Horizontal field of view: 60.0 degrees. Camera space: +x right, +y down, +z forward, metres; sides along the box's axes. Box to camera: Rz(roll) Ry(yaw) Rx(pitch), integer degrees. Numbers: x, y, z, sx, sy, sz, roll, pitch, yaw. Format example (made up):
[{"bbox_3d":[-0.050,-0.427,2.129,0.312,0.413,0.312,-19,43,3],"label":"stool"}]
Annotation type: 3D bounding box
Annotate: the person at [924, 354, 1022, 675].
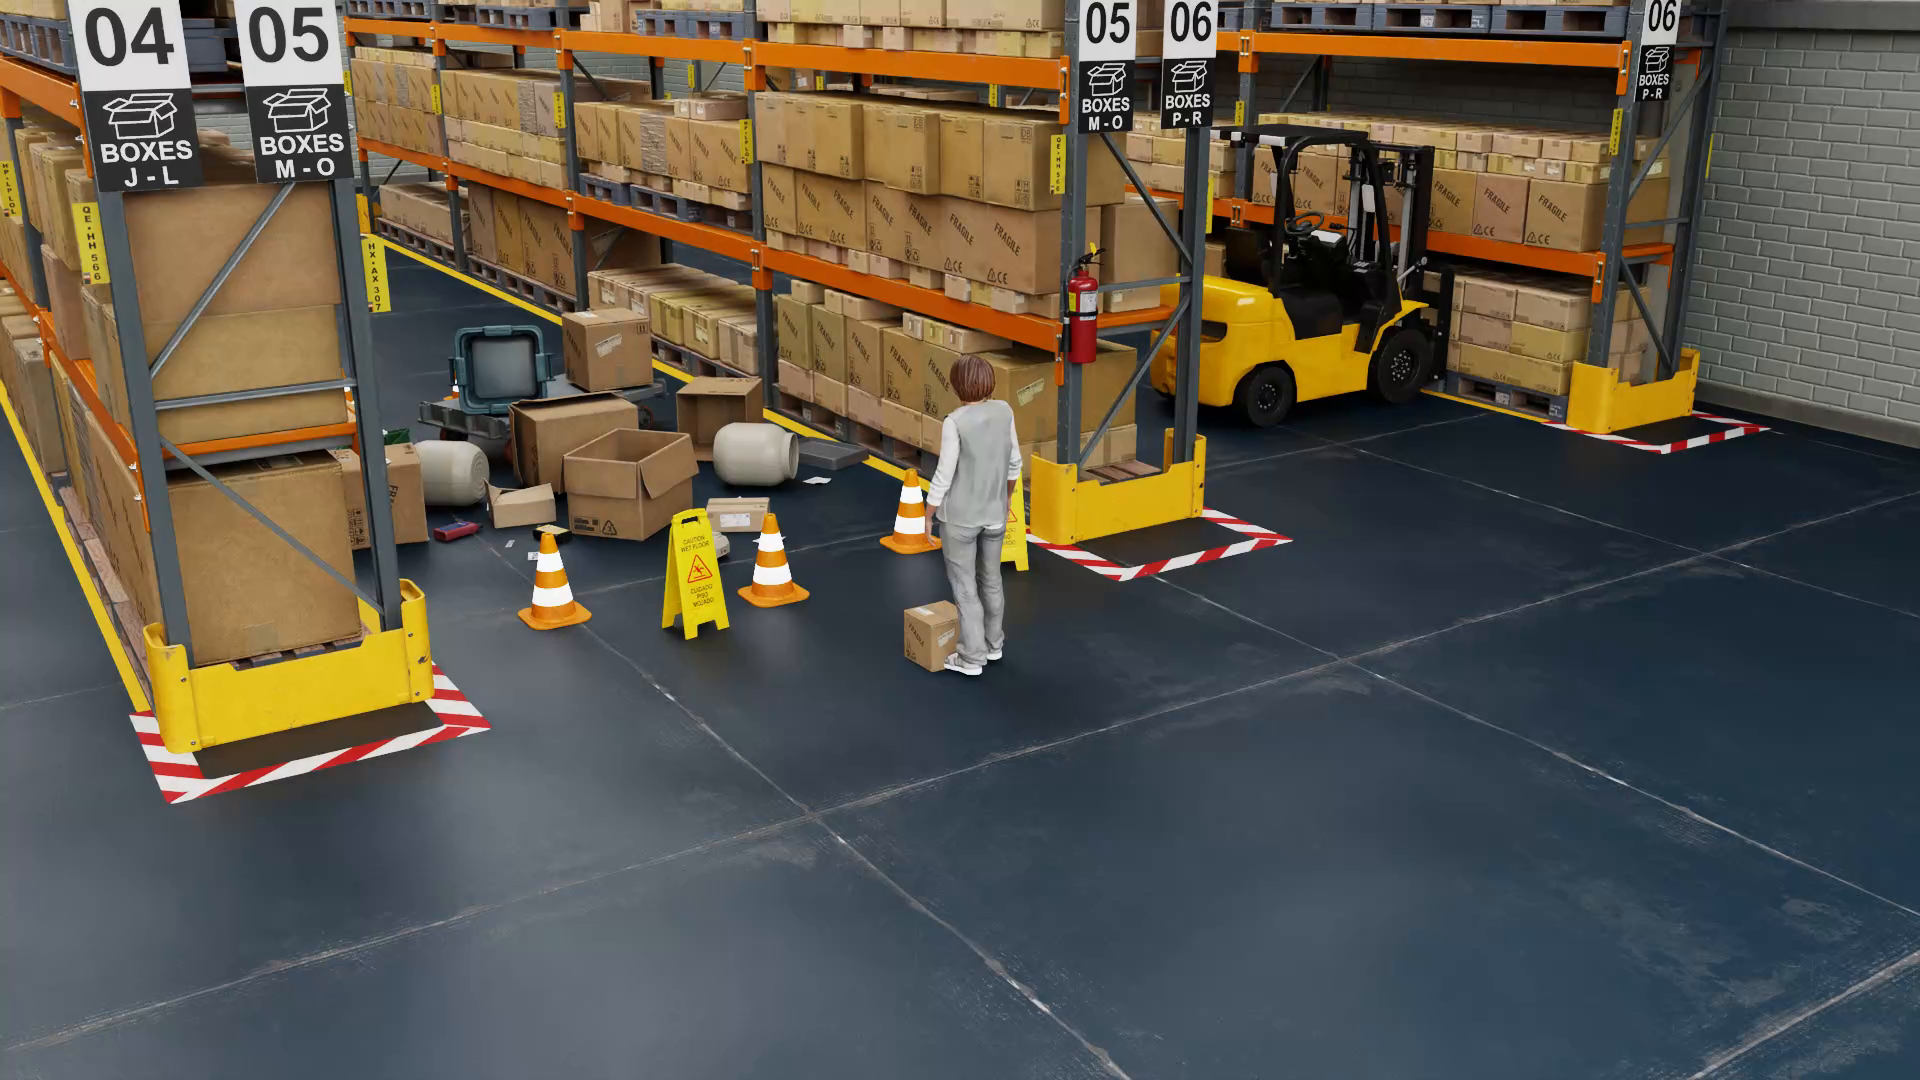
[{"bbox_3d":[0.026,-0.127,7.927,0.521,1.597,0.474,-12,22,-31],"label":"person"}]
